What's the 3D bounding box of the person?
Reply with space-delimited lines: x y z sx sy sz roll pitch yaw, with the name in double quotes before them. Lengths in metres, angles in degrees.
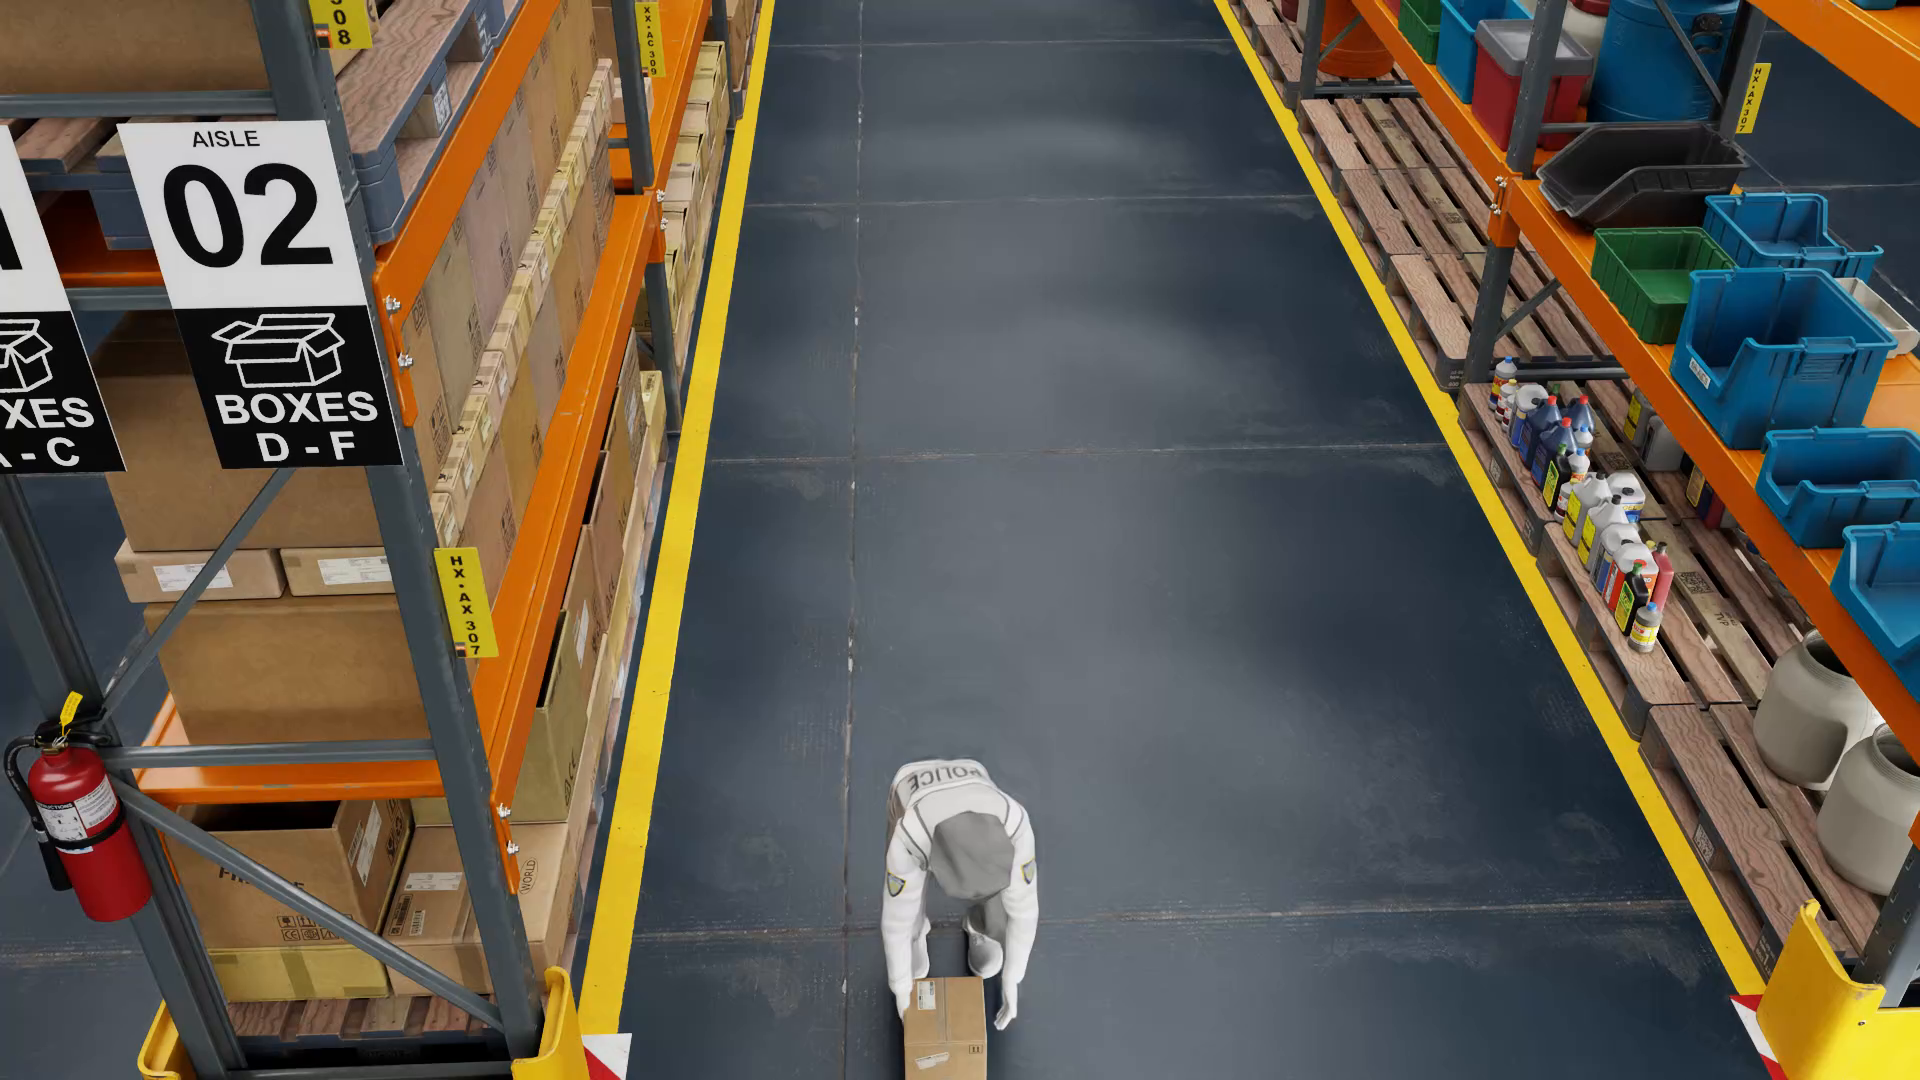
"person" -0.008 1.058 5.250 0.489 0.984 0.845 -2 35 -2
